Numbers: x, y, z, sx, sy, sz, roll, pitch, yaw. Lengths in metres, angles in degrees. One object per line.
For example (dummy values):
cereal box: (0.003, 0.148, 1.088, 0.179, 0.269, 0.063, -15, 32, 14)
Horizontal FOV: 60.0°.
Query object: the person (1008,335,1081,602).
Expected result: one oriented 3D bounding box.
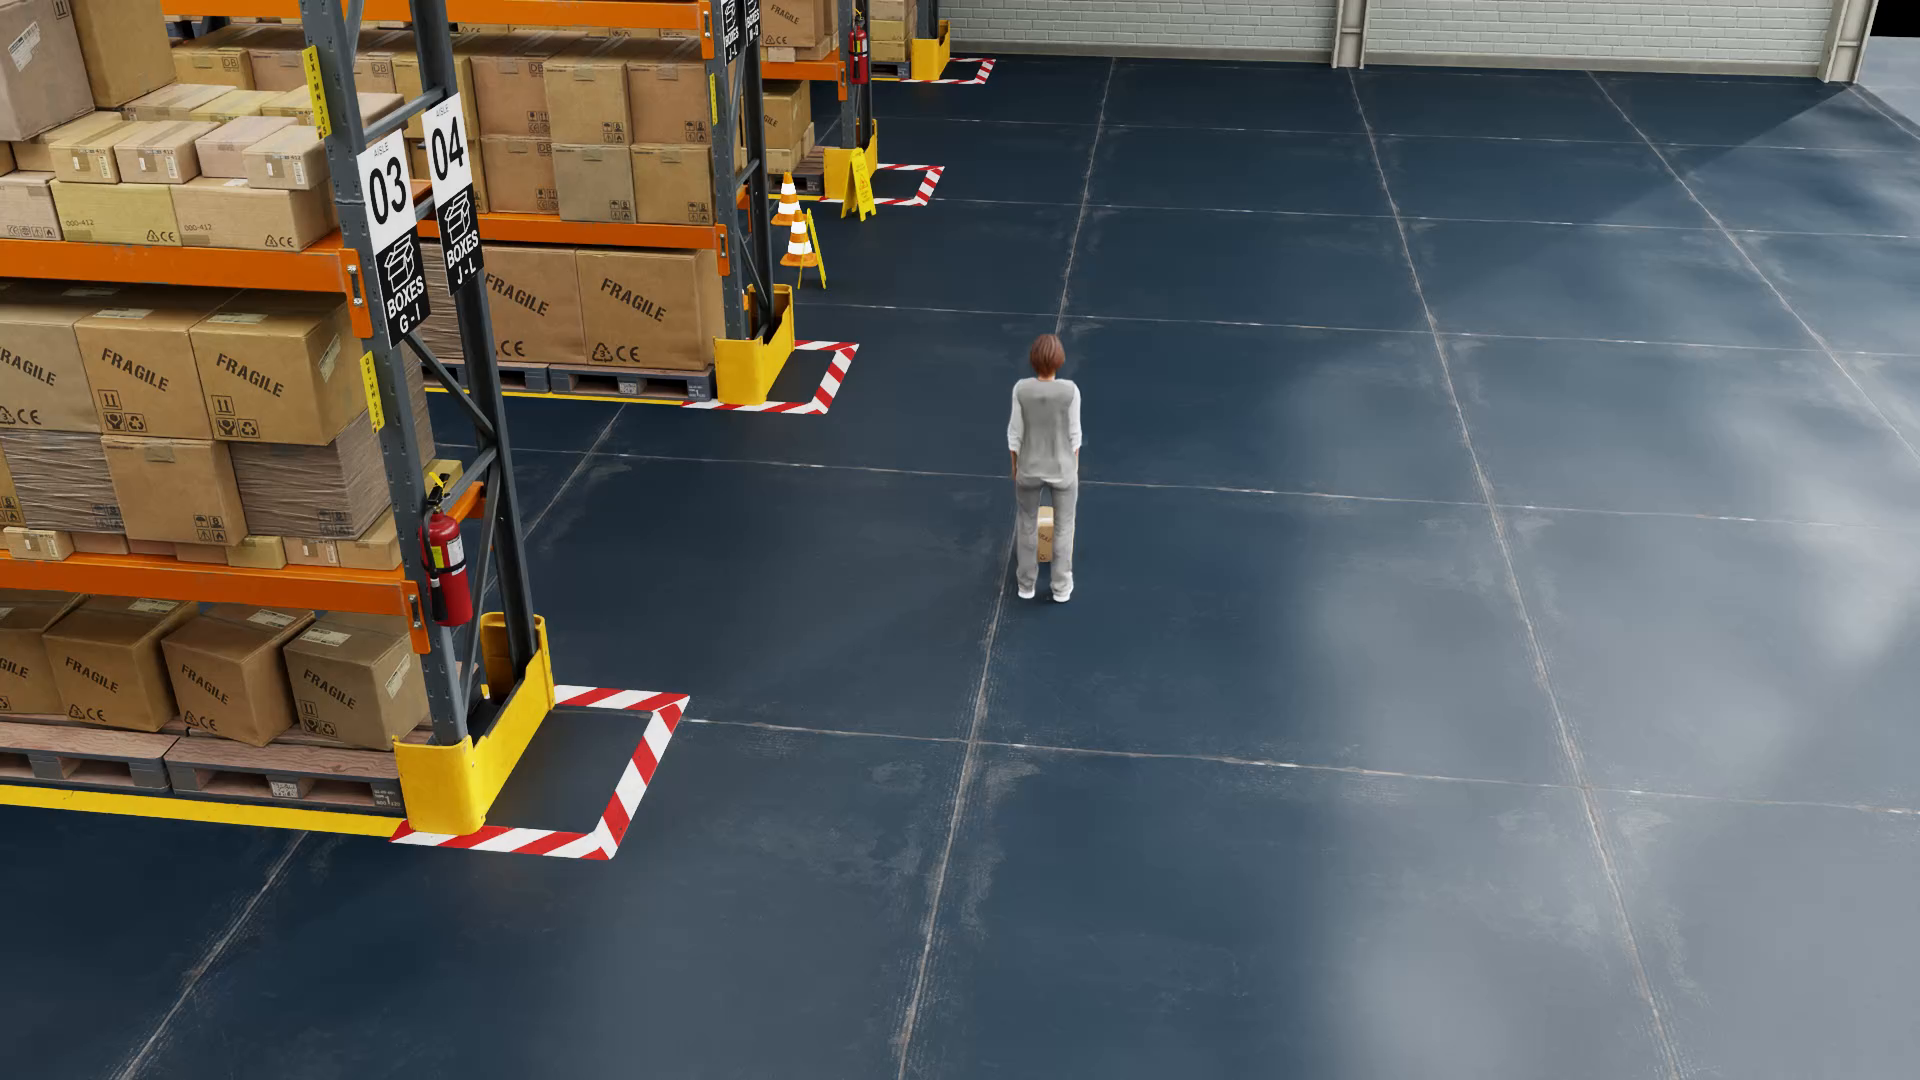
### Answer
person: (0.467, -0.383, 9.360, 0.409, 1.576, 0.305, 4, 29, 7)
